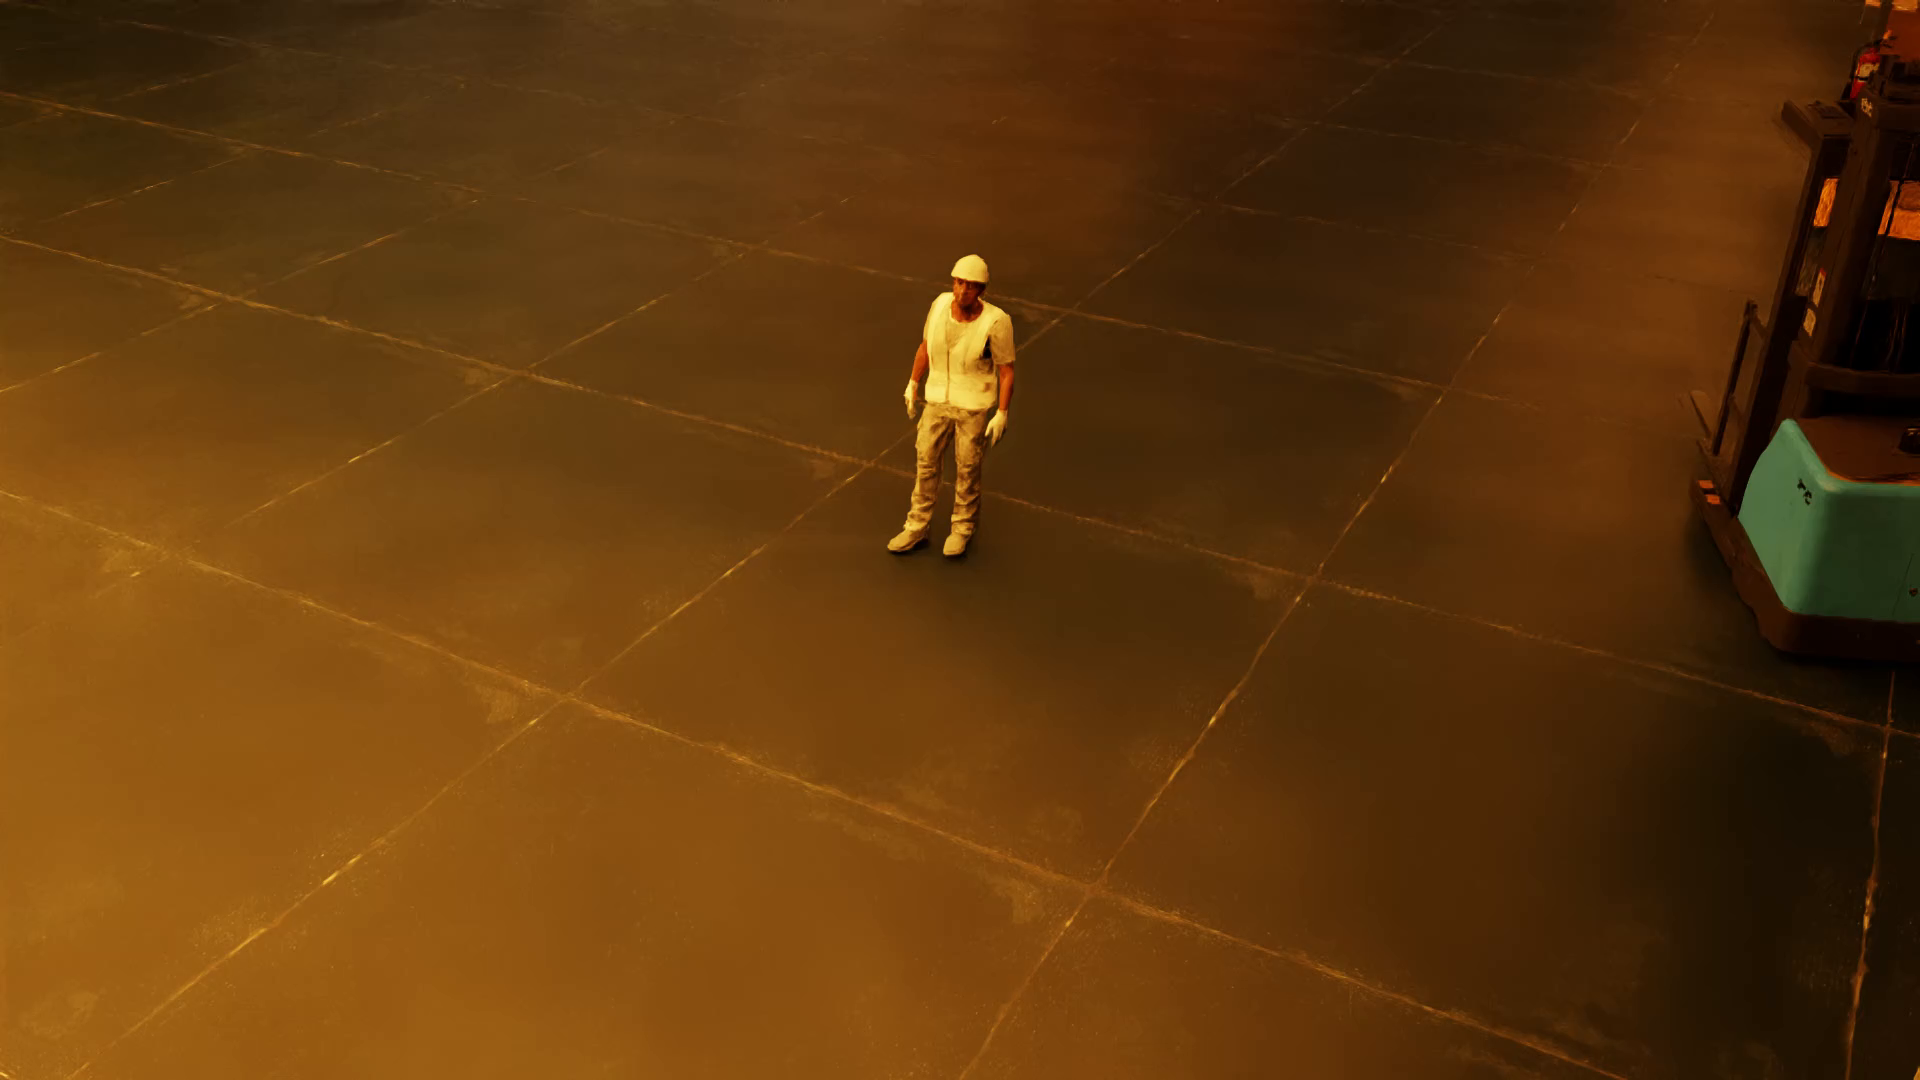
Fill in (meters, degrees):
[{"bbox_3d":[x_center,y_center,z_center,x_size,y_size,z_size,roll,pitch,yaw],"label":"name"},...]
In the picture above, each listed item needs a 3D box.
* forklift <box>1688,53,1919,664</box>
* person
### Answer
[{"bbox_3d":[5.074,-1.319,9.356,1.130,2.935,3.031,4,30,8],"label":"forklift"},{"bbox_3d":[-0.042,-0.749,9.502,0.655,1.782,0.576,15,33,25],"label":"person"}]
